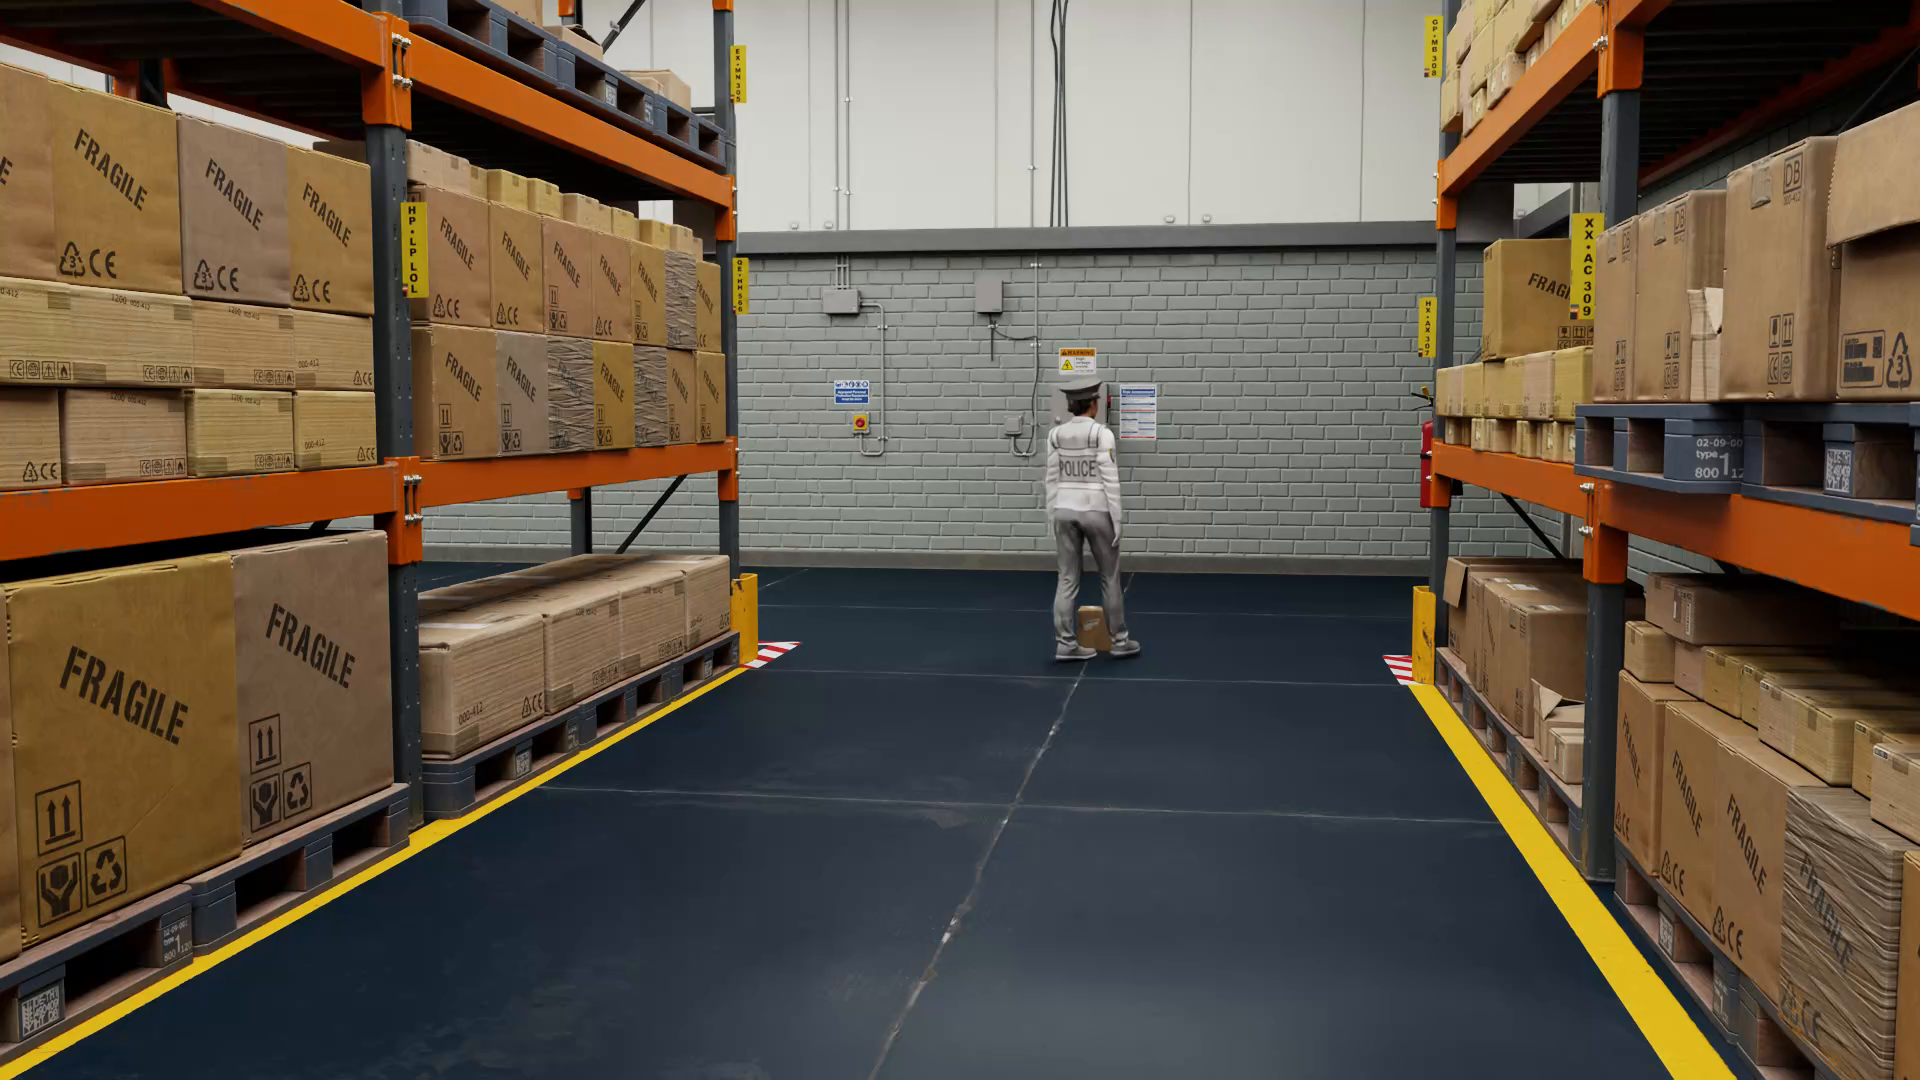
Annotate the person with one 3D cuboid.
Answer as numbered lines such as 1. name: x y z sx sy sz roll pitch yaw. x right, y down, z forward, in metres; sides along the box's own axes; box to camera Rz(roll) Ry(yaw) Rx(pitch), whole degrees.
1. person: 0.794 -0.135 9.914 0.491 1.672 0.583 3 5 30
